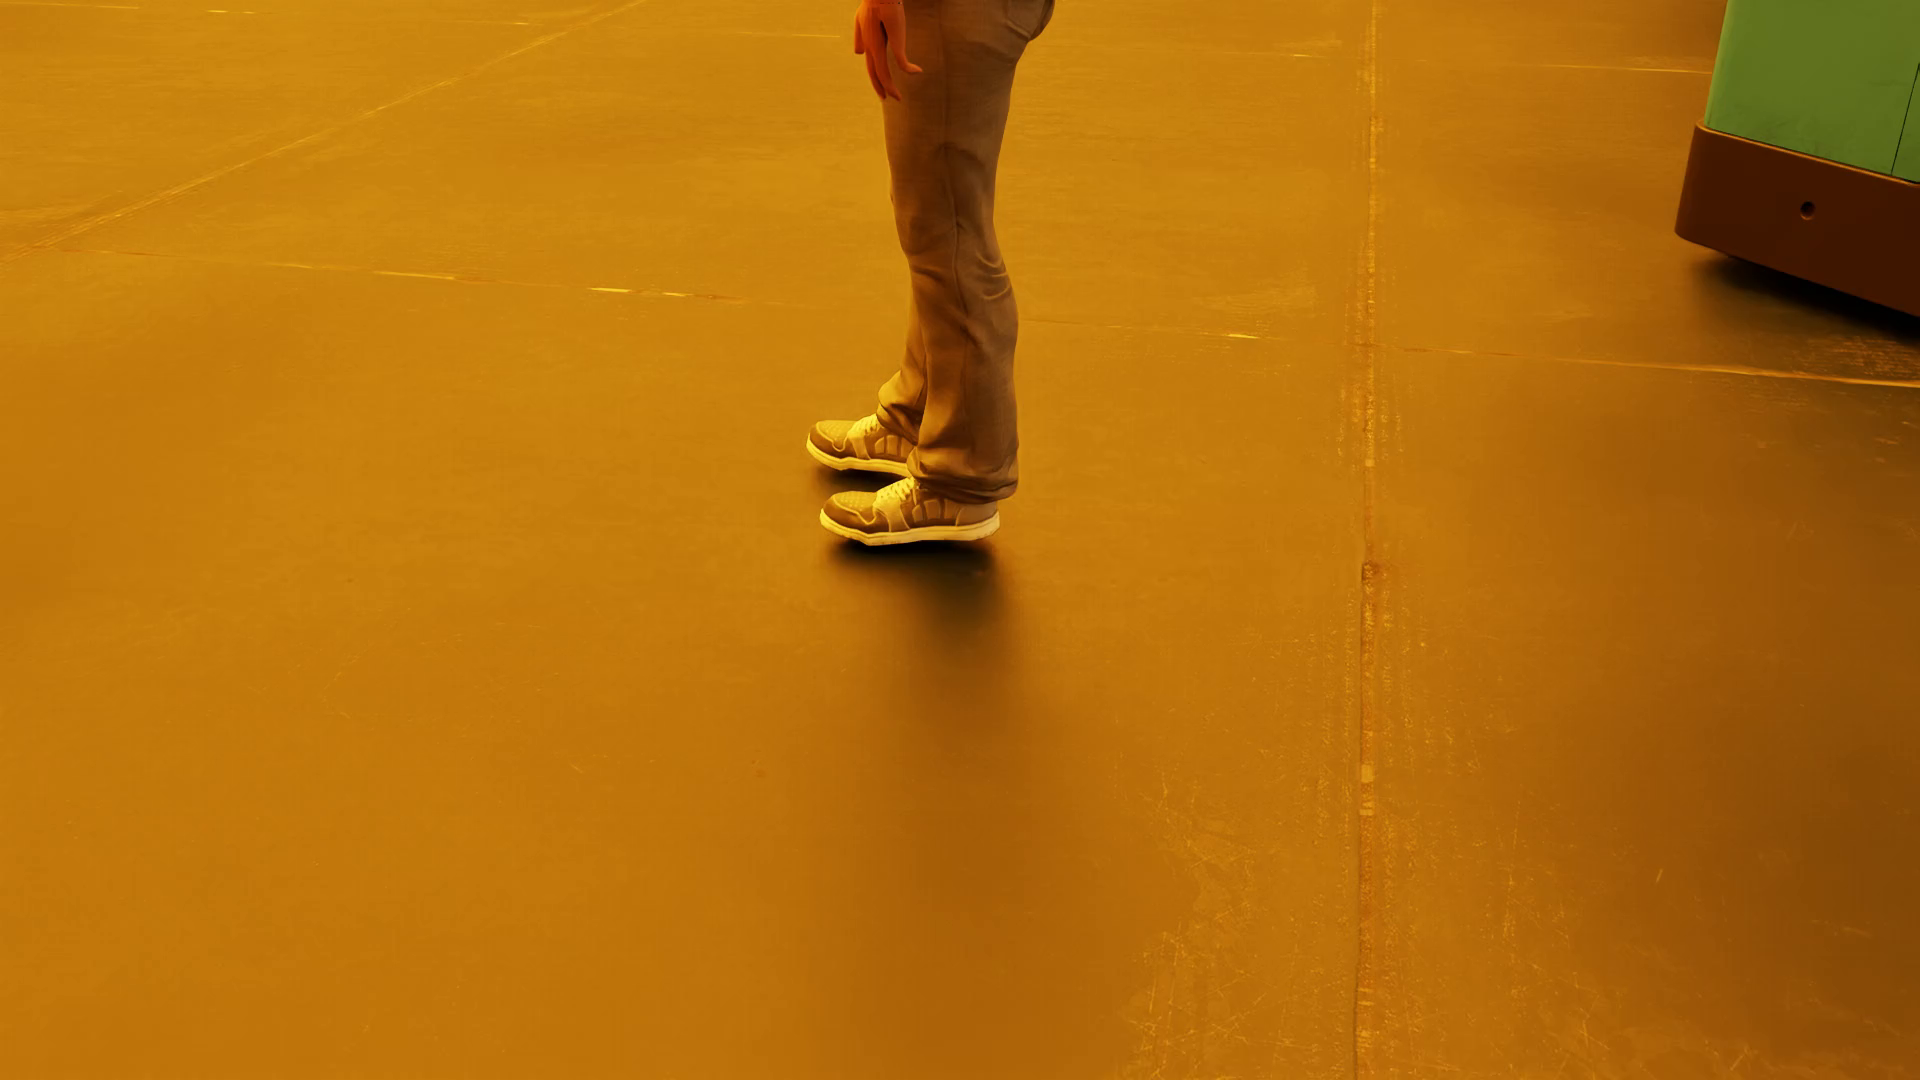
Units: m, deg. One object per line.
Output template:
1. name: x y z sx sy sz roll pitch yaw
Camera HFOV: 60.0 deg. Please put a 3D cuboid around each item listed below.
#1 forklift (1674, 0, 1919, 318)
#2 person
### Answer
1. forklift: 3.140 -2.020 3.250 3.031 2.935 1.130 -12 29 -23
2. person: -0.070 -0.733 2.164 0.473 1.599 0.521 6 27 11
